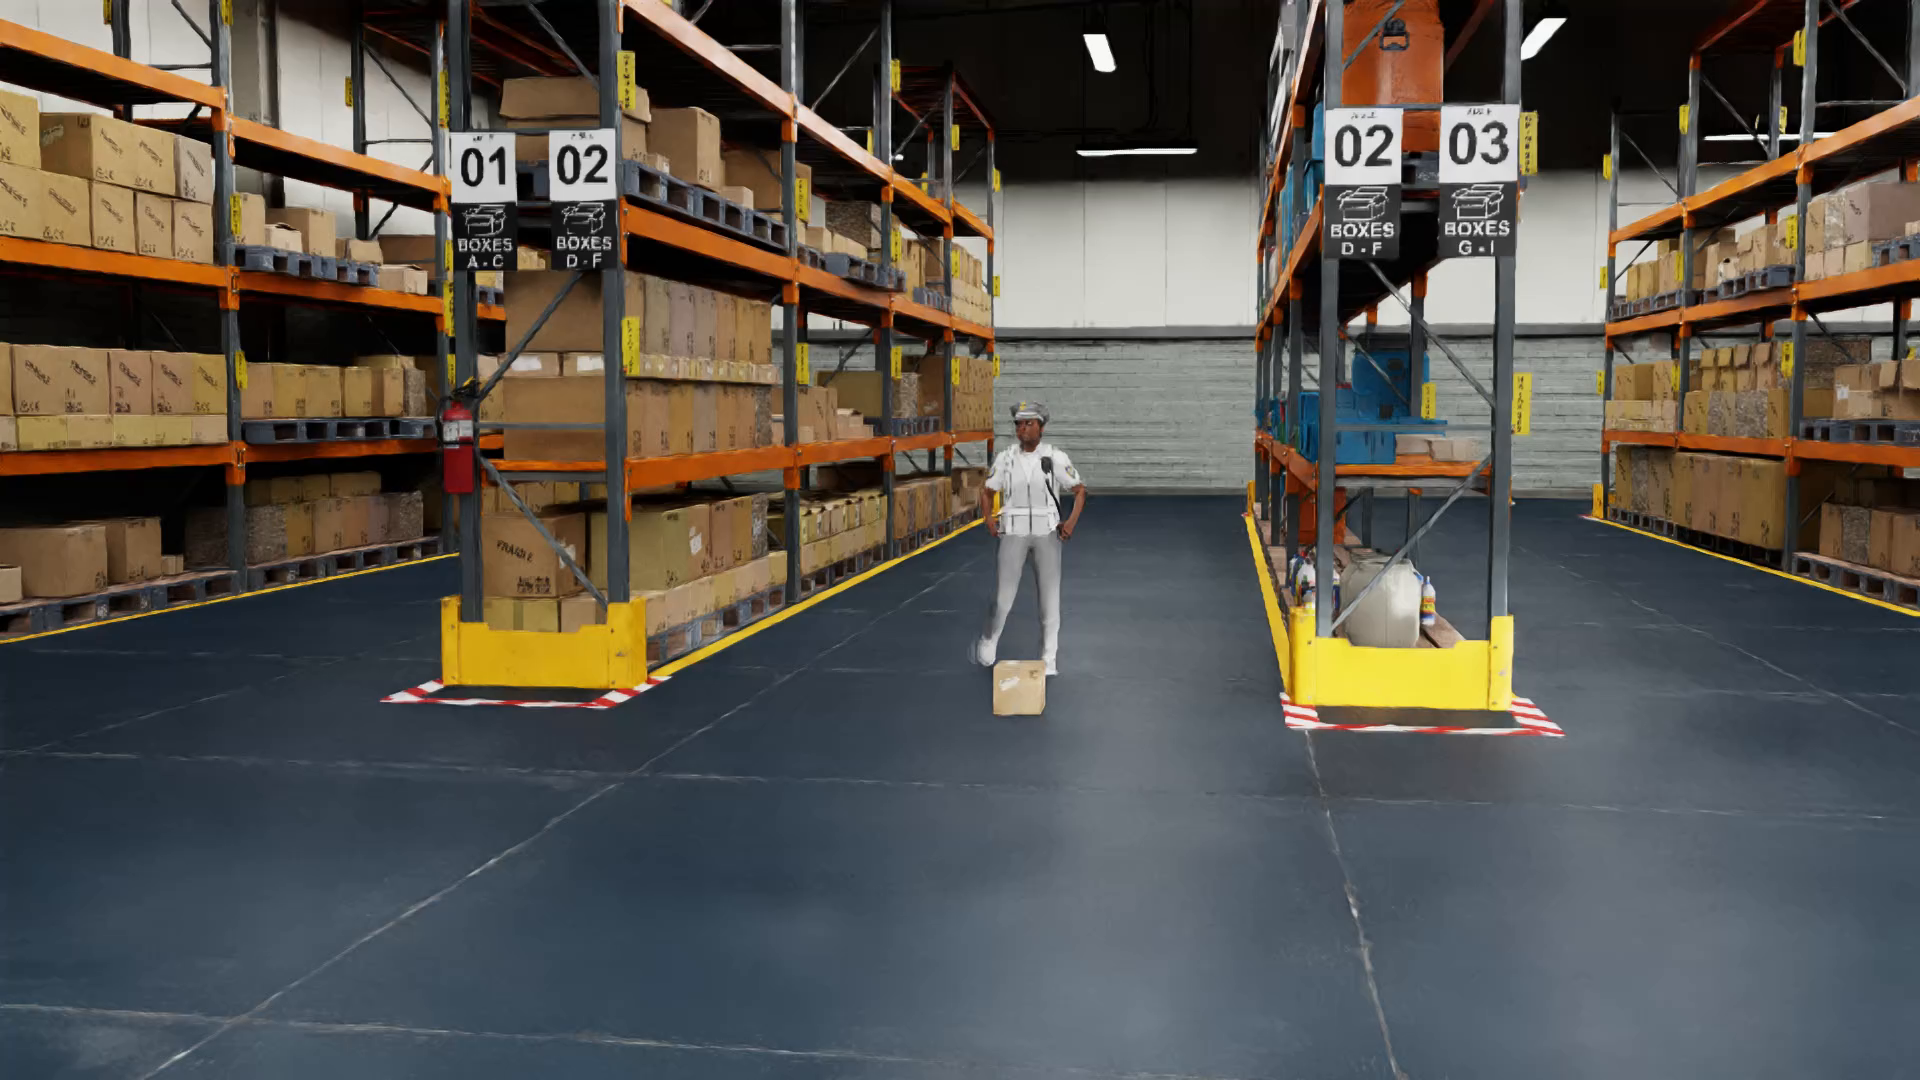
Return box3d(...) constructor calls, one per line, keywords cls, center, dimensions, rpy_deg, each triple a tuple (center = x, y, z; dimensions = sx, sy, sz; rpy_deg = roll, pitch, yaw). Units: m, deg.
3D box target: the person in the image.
box3d(cls="person", center=(0.435, -0.015, 10.110), dimensions=(0.673, 1.667, 0.466), rpy_deg=(0, 5, 2))
